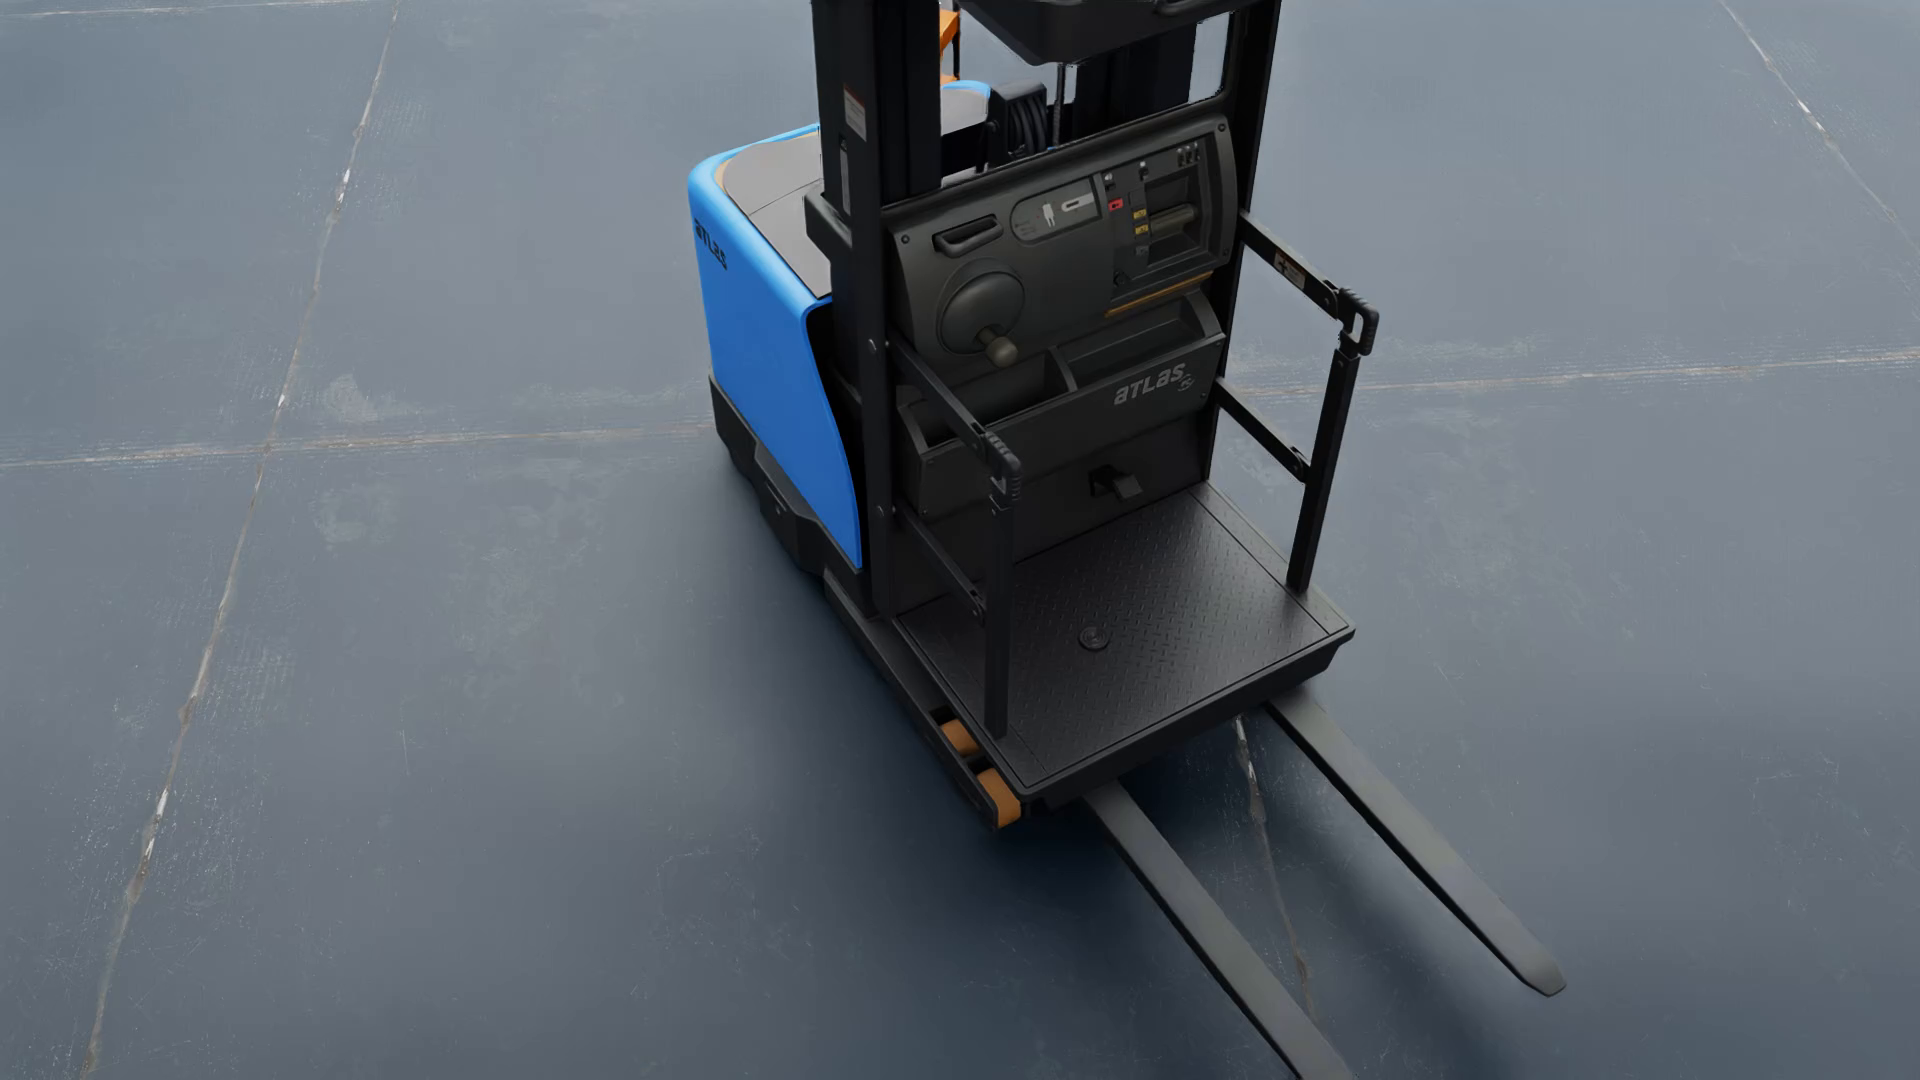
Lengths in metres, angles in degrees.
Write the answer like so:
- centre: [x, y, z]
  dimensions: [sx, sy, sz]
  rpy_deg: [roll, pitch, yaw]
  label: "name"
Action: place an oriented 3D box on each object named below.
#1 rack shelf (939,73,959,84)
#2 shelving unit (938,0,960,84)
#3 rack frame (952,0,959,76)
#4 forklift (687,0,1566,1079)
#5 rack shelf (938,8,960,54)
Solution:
- centre: [-0.204, -1.390, 5.524]
  dimensions: [0.258, 0.148, 0.480]
  rpy_deg: [15, 48, 14]
  label: "rack shelf"
- centre: [-0.204, -1.282, 5.638]
  dimensions: [0.258, 1.200, 0.503]
  rpy_deg: [15, 48, 14]
  label: "shelving unit"
- centre: [-0.118, -1.448, 5.795]
  dimensions: [0.240, 1.200, 0.015]
  rpy_deg: [15, 48, 14]
  label: "rack frame"
- centre: [0.379, -0.618, 3.817]
  dimensions: [1.130, 2.935, 3.031]
  rpy_deg: [-23, 51, -21]
  label: "forklift"
- centre: [-0.204, -1.552, 5.353]
  dimensions: [0.258, 0.148, 0.480]
  rpy_deg: [15, 48, 14]
  label: "rack shelf"
